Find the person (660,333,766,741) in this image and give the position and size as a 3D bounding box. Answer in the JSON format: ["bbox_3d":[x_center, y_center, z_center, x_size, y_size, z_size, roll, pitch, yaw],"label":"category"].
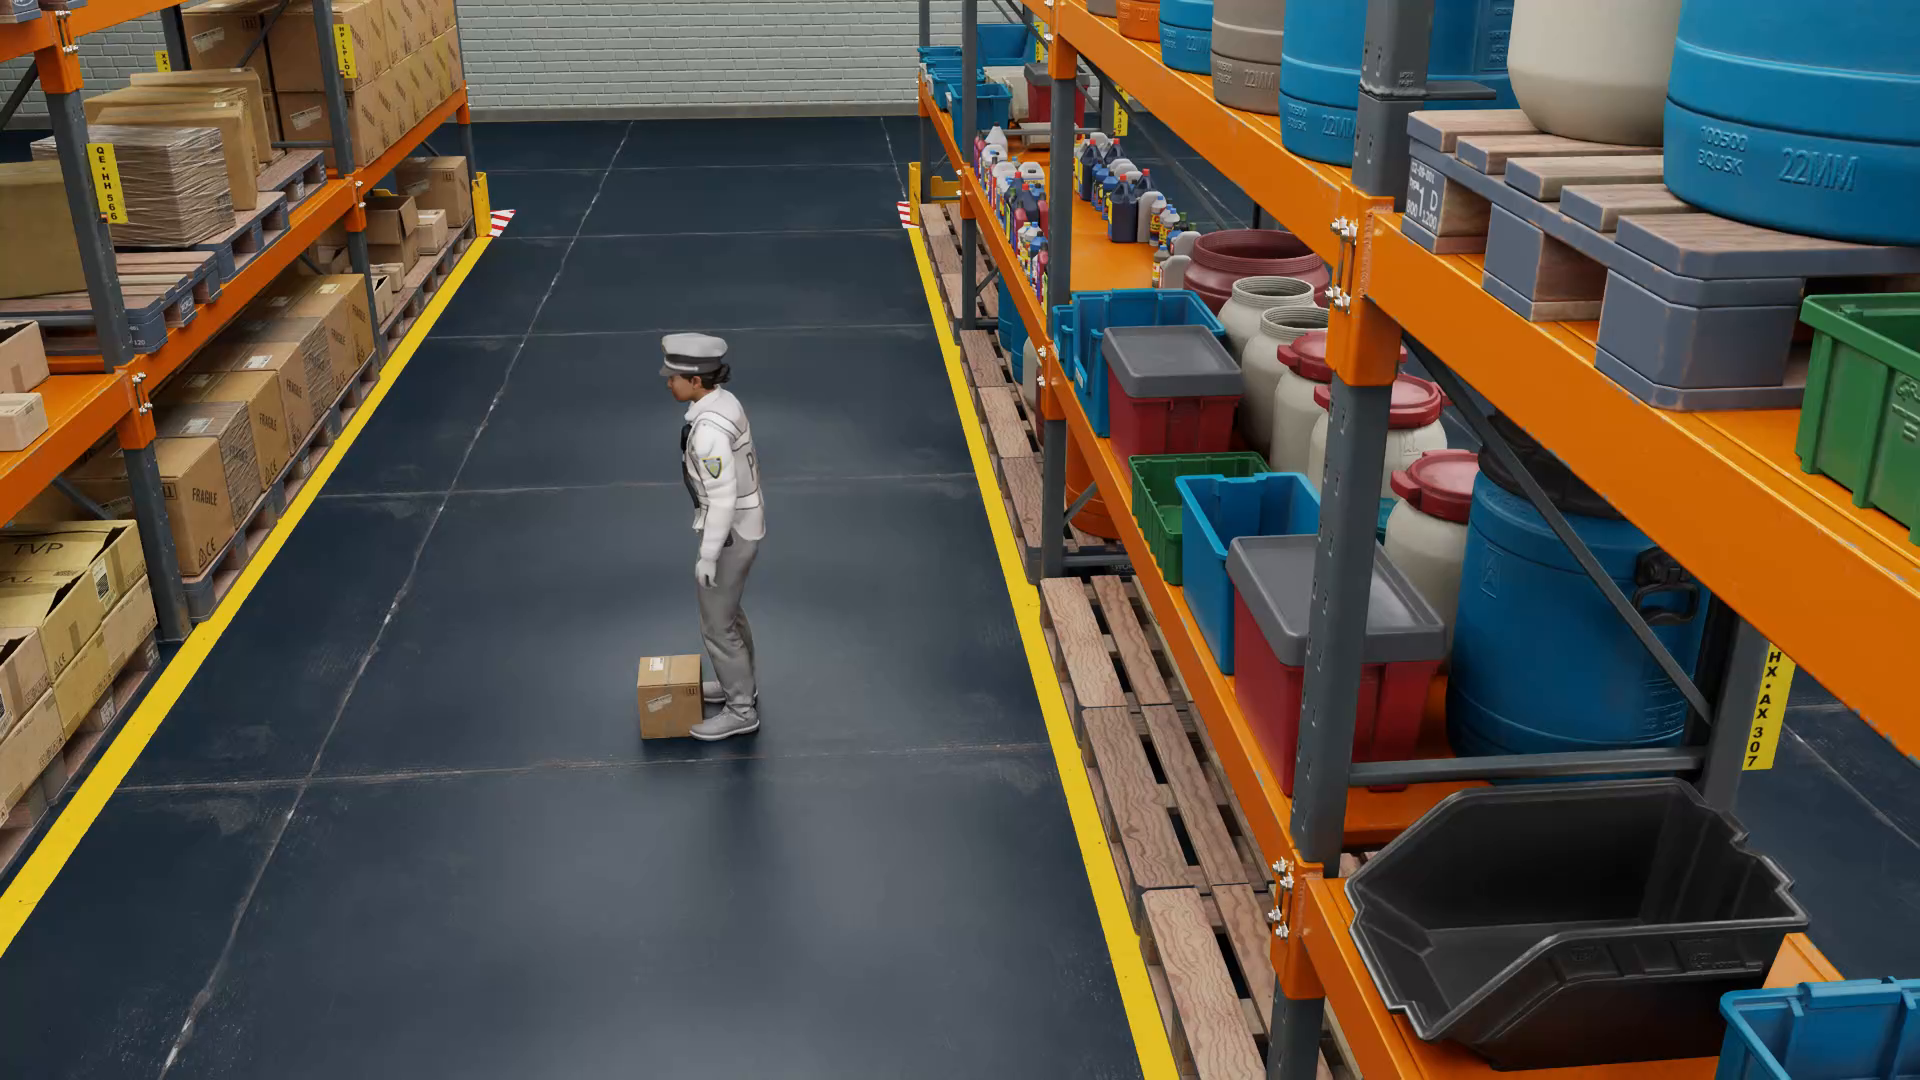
[{"bbox_3d":[-0.957,-0.013,6.626,0.371,1.664,0.529,-2,24,-5],"label":"person"}]
